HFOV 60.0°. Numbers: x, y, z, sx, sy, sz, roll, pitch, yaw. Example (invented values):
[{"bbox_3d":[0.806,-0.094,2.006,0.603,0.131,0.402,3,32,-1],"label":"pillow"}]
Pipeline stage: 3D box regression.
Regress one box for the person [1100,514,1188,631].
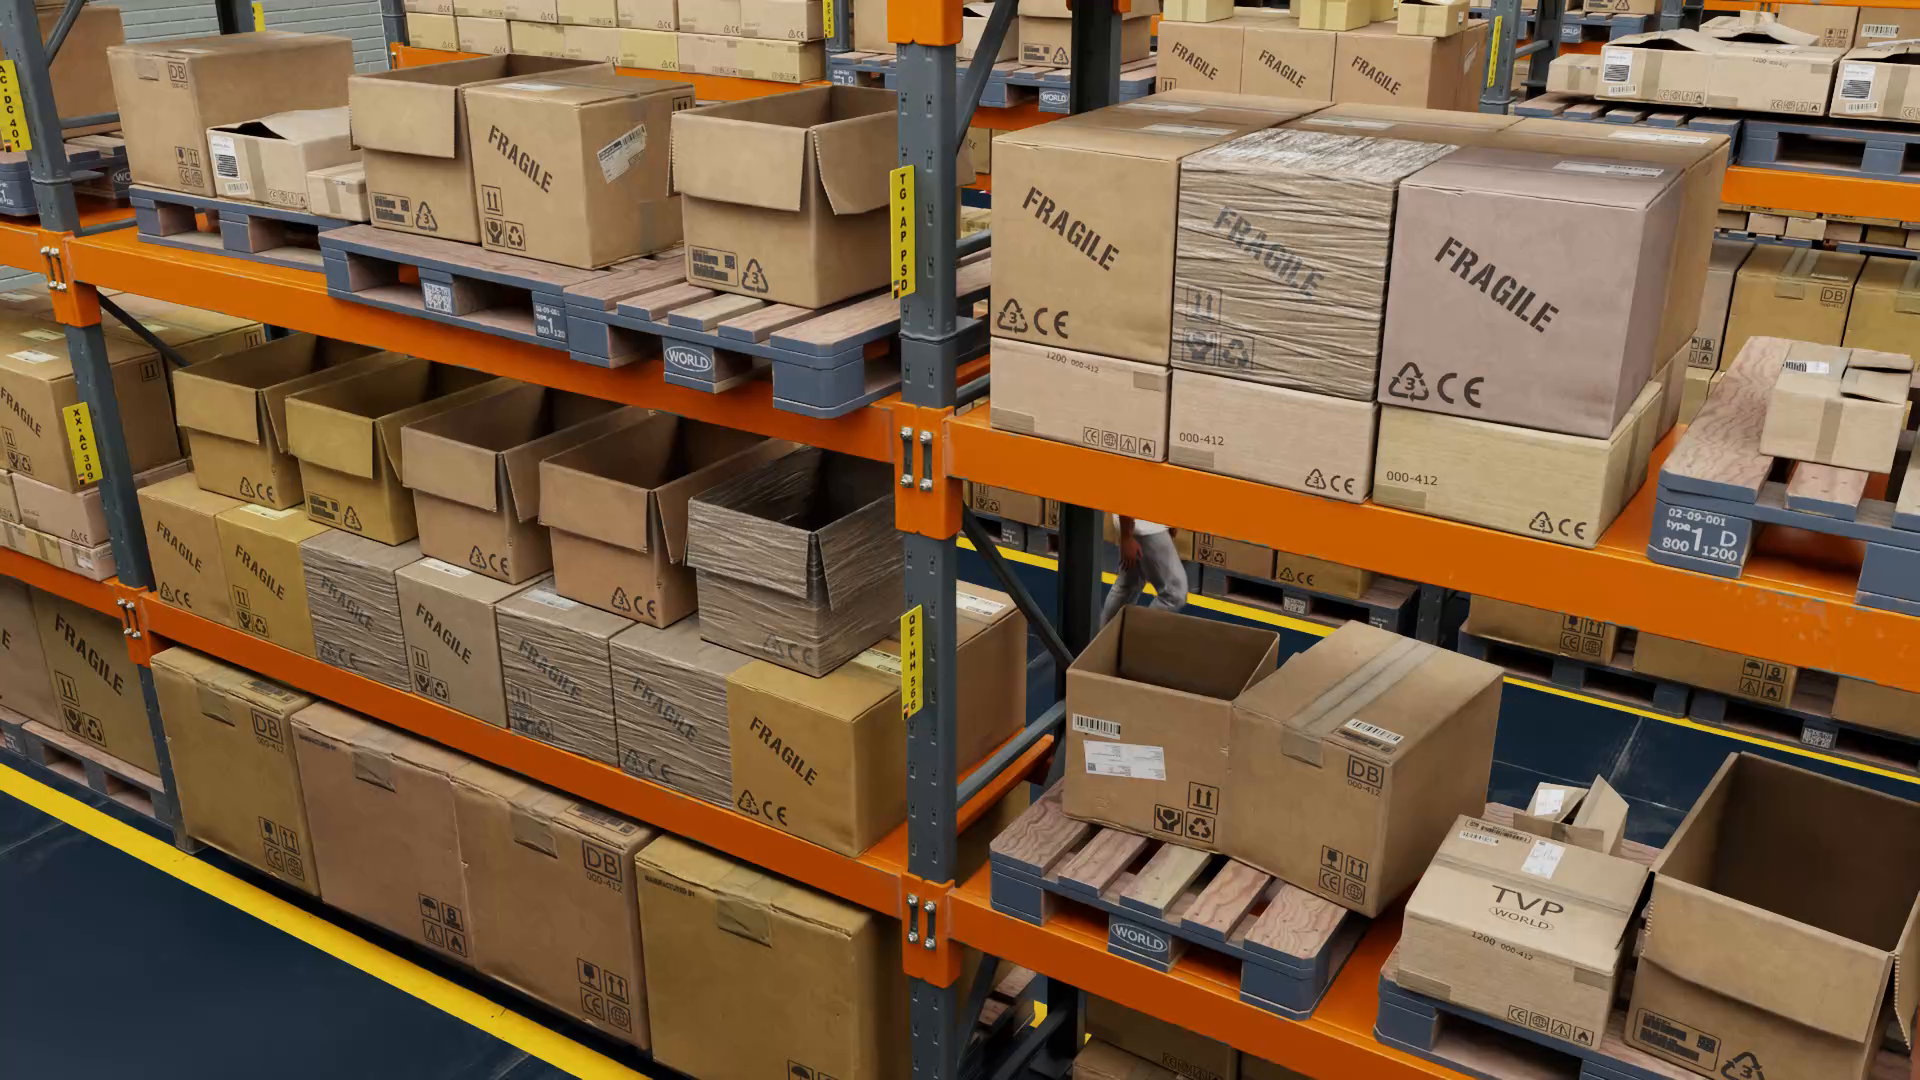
[{"bbox_3d":[0.976,-0.074,8.757,0.515,1.802,0.595,3,23,8],"label":"person"}]
